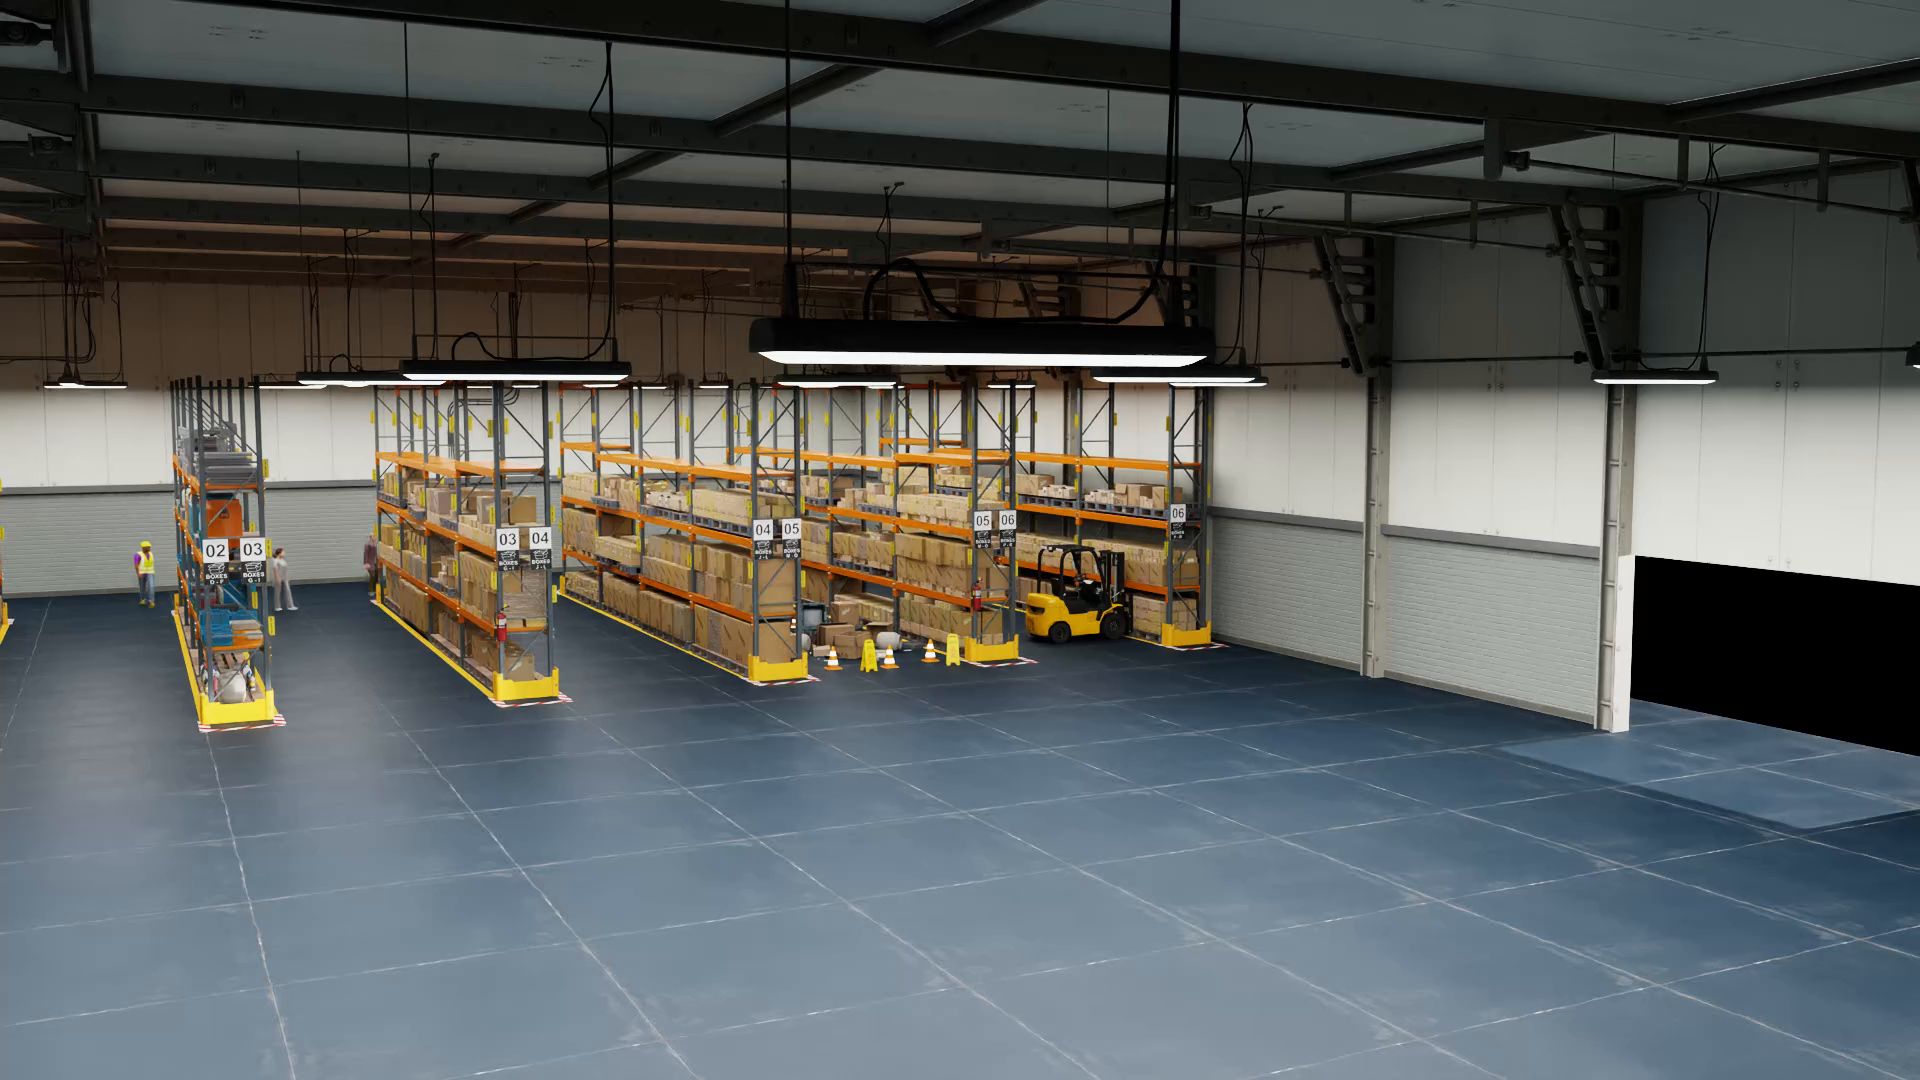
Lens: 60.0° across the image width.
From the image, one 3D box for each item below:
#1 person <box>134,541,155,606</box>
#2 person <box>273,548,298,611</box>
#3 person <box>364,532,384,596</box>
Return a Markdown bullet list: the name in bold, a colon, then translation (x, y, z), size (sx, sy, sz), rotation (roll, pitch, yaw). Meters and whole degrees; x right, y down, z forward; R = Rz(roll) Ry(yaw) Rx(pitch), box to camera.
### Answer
- **person**: translation (-21.751, 0.903, 44.357), size (0.485, 1.723, 0.978), rotation (-3, 6, -29)
- **person**: translation (-17.732, 1.034, 43.510), size (0.579, 1.668, 0.485), rotation (3, 6, 28)
- **person**: translation (-16.559, 0.694, 47.062), size (0.523, 1.823, 0.647), rotation (3, 6, 33)
